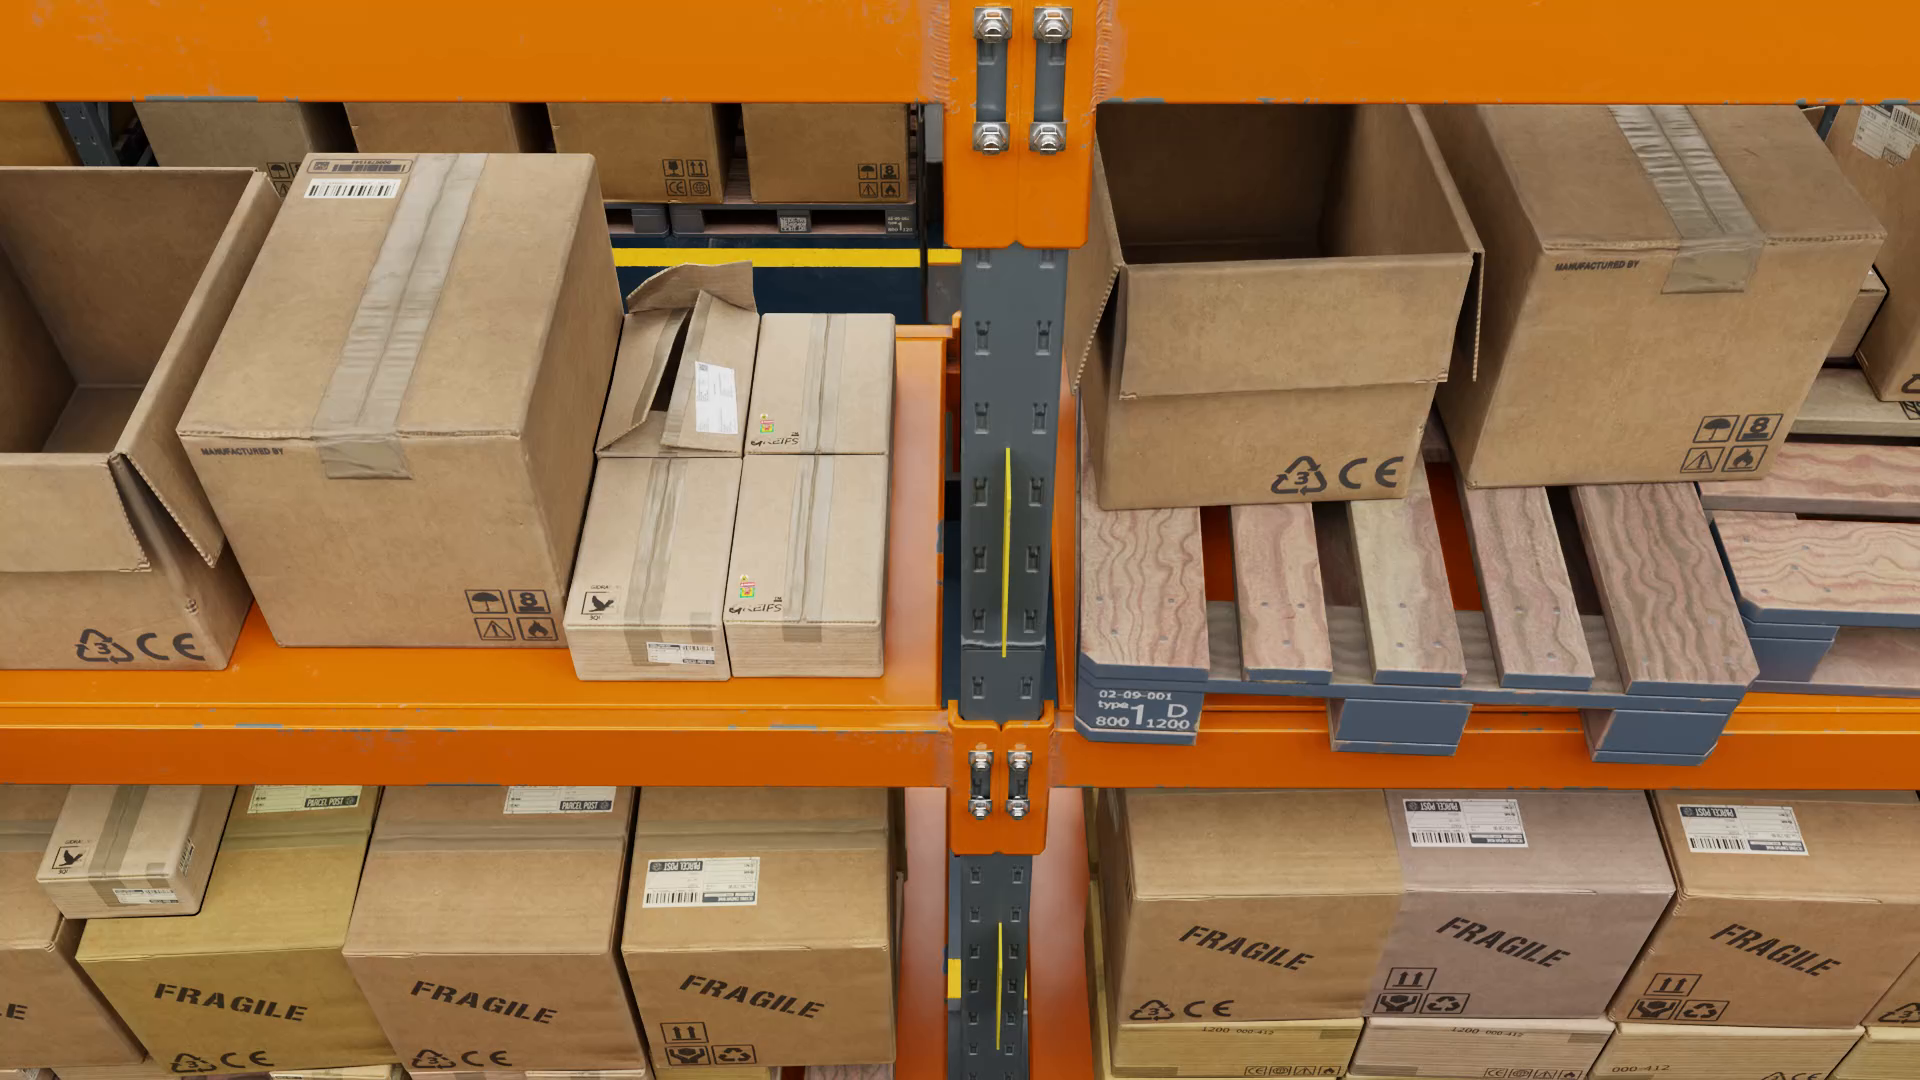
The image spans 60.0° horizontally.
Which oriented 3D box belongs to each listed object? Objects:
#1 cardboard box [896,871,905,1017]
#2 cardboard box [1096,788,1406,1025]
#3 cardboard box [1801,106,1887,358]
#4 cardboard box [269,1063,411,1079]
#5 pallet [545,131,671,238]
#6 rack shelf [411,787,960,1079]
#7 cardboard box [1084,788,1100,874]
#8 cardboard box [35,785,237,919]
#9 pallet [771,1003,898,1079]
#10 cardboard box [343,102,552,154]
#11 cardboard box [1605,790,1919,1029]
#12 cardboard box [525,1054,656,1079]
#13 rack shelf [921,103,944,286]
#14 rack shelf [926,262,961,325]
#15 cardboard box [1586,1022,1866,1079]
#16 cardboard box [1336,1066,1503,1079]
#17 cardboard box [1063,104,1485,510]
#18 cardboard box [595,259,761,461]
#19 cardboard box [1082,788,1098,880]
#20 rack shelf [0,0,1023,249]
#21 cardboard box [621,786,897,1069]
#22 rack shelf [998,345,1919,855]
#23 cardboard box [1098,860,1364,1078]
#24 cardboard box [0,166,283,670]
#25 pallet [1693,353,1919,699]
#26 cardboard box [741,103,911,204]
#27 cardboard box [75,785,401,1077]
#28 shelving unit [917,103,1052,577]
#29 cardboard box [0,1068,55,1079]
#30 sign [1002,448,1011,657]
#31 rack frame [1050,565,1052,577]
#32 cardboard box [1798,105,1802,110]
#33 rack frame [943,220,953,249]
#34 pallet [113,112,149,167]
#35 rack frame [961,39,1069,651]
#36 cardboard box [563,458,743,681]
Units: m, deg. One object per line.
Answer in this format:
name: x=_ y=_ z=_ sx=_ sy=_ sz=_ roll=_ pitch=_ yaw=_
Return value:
cardboard box: x=-0.262 y=0.936 z=3.714 sx=0.250 sy=0.149 sz=0.380 roll=2 pitch=47 yaw=2
cardboard box: x=0.559 y=0.628 z=3.365 sx=0.500 sy=0.500 sz=0.500 roll=-1 pitch=47 yaw=-1
cardboard box: x=1.445 y=-0.550 z=2.968 sx=0.258 sy=0.266 sz=0.396 roll=-1 pitch=47 yaw=-1
cardboard box: x=-1.309 y=1.023 z=3.633 sx=0.250 sy=0.149 sz=0.380 roll=1 pitch=47 yaw=1
pallet: x=-2.021 y=-1.914 z=8.388 sx=1.213 sy=0.211 sz=1.003 roll=0 pitch=47 yaw=0
rack shelf: x=-1.933 y=1.062 z=4.204 sx=4.000 sy=0.370 sz=1.077 roll=0 pitch=47 yaw=0
cardboard box: x=0.552 y=0.518 z=3.979 sx=0.500 sy=0.250 sz=0.500 roll=0 pitch=47 yaw=0
cardboard box: x=-1.570 y=0.525 z=3.211 sx=0.250 sy=0.149 sz=0.380 roll=-2 pitch=47 yaw=-2
pallet: x=-0.646 y=0.963 z=3.935 sx=1.003 sy=0.211 sz=1.213 roll=0 pitch=47 yaw=0
cardboard box: x=-2.430 y=-2.248 z=8.043 sx=0.750 sy=0.750 sz=1.050 roll=0 pitch=47 yaw=0
cardboard box: x=1.573 y=0.635 z=3.359 sx=0.500 sy=0.500 sz=0.500 roll=1 pitch=47 yaw=1
cardboard box: x=-0.782 y=1.020 z=3.636 sx=0.250 sy=0.149 sz=0.380 roll=0 pitch=47 yaw=0
rack shelf: x=0.116 y=-1.177 z=5.473 sx=0.480 sy=0.518 sz=0.431 roll=-2 pitch=47 yaw=-1
rack shelf: x=0.116 y=-0.700 z=5.986 sx=0.480 sy=0.518 sz=0.431 roll=-2 pitch=47 yaw=-1
cardboard box: x=1.588 y=0.898 z=3.626 sx=0.500 sy=0.250 sz=0.500 roll=0 pitch=47 yaw=0
cardboard box: x=1.069 y=1.047 z=3.829 sx=0.500 sy=0.250 sz=0.500 roll=-1 pitch=47 yaw=-1
cardboard box: x=0.444 y=-0.488 z=2.748 sx=0.637 sy=0.503 sz=0.797 roll=-2 pitch=47 yaw=-2
cardboard box: x=-0.503 y=-0.280 z=3.004 sx=0.258 sy=0.266 sz=0.396 roll=0 pitch=47 yaw=0
cardboard box: x=0.574 y=0.684 z=4.166 sx=0.500 sy=0.250 sz=0.500 roll=-1 pitch=47 yaw=-1
rack shelf: x=-1.933 y=-0.846 z=2.154 sx=4.000 sy=0.370 sz=1.077 roll=0 pitch=47 yaw=0
cardboard box: x=-0.389 y=0.746 z=3.448 sx=0.500 sy=0.500 sz=0.500 roll=-1 pitch=47 yaw=-1
rack shelf: x=2.067 y=0.051 z=3.096 sx=4.000 sy=0.370 sz=1.077 roll=0 pitch=47 yaw=0
cardboard box: x=0.573 y=0.885 z=3.638 sx=0.500 sy=0.250 sz=0.500 roll=0 pitch=47 yaw=0
cardboard box: x=-1.459 y=-0.218 z=2.784 sx=0.637 sy=0.503 sz=0.797 roll=0 pitch=47 yaw=0
pallet: x=1.829 y=-0.172 z=2.940 sx=1.213 sy=0.211 sz=1.003 roll=2 pitch=47 yaw=2
cardboard box: x=-0.624 y=-2.246 z=8.041 sx=0.750 sy=0.750 sz=1.050 roll=0 pitch=47 yaw=0
cardboard box: x=-1.410 y=0.752 z=3.442 sx=0.500 sy=0.500 sz=0.500 roll=-3 pitch=47 yaw=-3
shelving unit: x=0.116 y=-0.709 z=5.976 sx=0.503 sy=2.100 sz=0.431 roll=-2 pitch=47 yaw=-1
cardboard box: x=-2.078 y=1.010 z=3.645 sx=0.250 sy=0.149 sz=0.380 roll=2 pitch=47 yaw=2
sign: x=0.063 y=0.021 z=2.279 sx=0.005 sy=0.325 sz=0.100 roll=0 pitch=47 yaw=0
rack frame: x=0.360 y=-0.716 z=5.982 sx=0.015 sy=2.100 sz=0.400 roll=-2 pitch=47 yaw=-1
cardboard box: x=4.378 y=-2.211 z=8.419 sx=0.250 sy=0.149 sz=0.380 roll=1 pitch=47 yaw=1
rack frame: x=-0.016 y=-2.802 z=7.308 sx=0.127 sy=3.000 sz=1.000 roll=0 pitch=47 yaw=0
pallet: x=-4.776 y=-1.922 z=8.395 sx=1.213 sy=0.211 sz=1.003 roll=0 pitch=47 yaw=0
rack frame: x=0.067 y=-1.222 z=1.740 sx=0.127 sy=3.000 sz=1.000 roll=0 pitch=47 yaw=0
cardboard box: x=-0.498 y=0.044 z=2.782 sx=0.250 sy=0.149 sz=0.380 roll=0 pitch=47 yaw=0
